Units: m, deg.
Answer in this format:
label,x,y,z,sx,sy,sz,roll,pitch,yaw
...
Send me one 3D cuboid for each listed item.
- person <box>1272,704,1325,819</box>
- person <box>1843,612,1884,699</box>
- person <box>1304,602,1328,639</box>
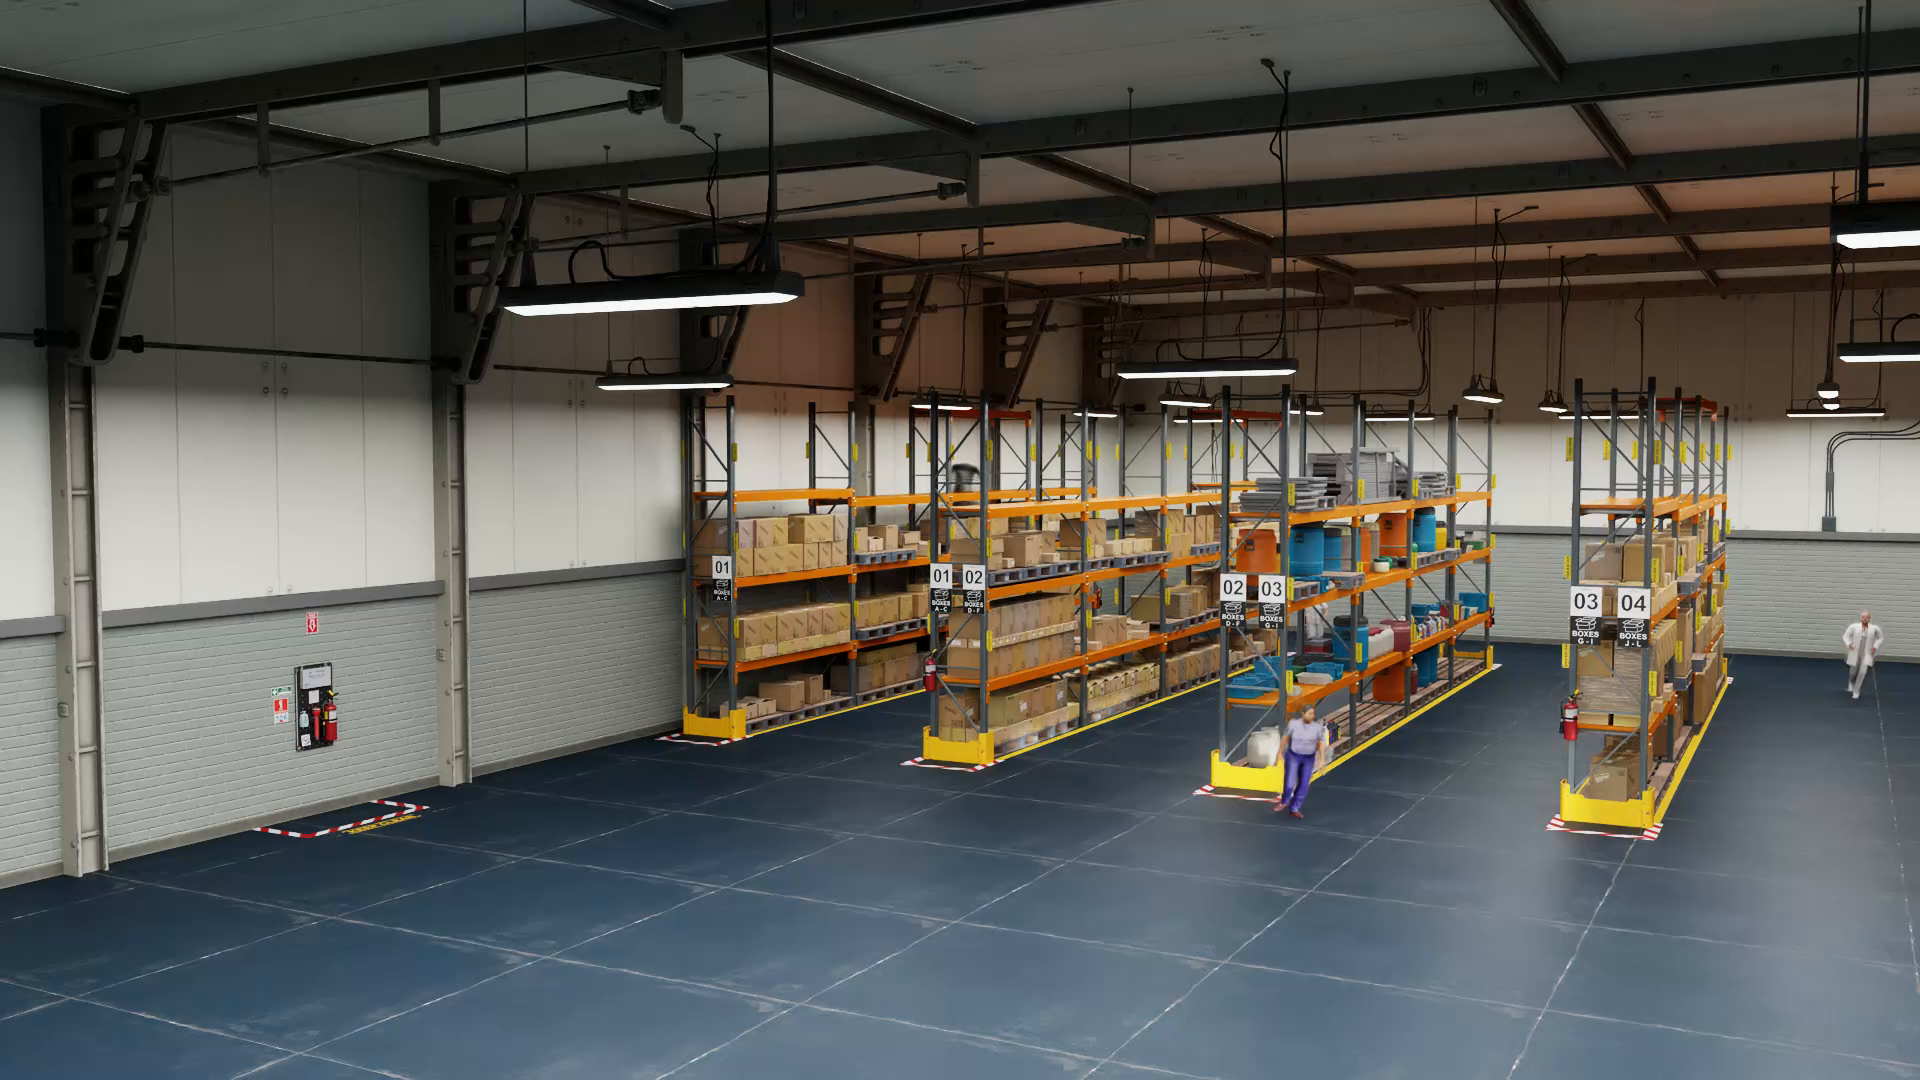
label,x,y,z,sx,sy,sz,roll,pitch,yaw
person,4.624,3.011,22.709,0.651,1.611,0.536,0,3,-5
person,18.474,2.348,34.023,0.730,1.753,0.846,2,3,29
person,8.755,1.995,40.975,0.645,1.708,0.616,0,3,-1
